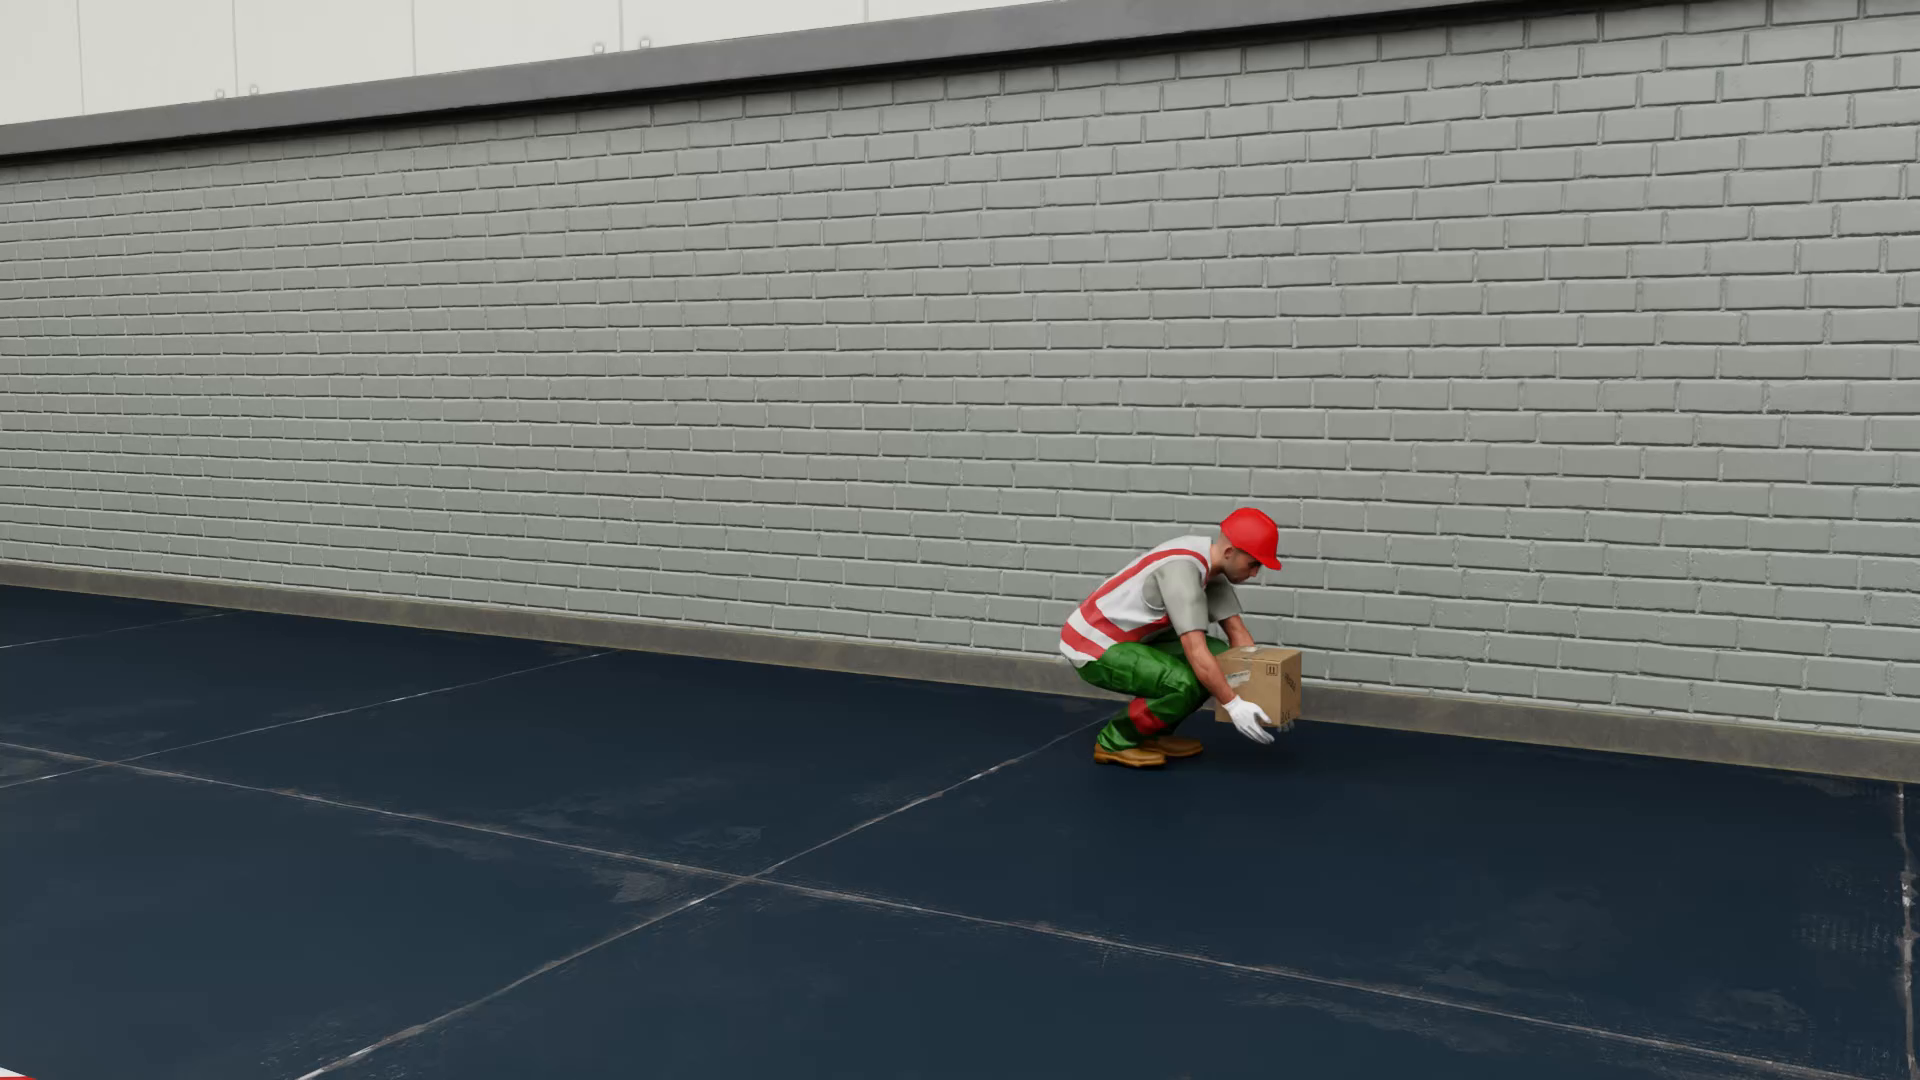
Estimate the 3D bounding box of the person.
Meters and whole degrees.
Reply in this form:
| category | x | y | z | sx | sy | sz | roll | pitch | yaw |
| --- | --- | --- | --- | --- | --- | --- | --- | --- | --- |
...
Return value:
| category | x | y | z | sx | sy | sz | roll | pitch | yaw |
| --- | --- | --- | --- | --- | --- | --- | --- | --- | --- |
| person | 0.830 | 0.363 | 6.364 | 0.871 | 0.992 | 0.570 | 3 | 7 | 29 |
